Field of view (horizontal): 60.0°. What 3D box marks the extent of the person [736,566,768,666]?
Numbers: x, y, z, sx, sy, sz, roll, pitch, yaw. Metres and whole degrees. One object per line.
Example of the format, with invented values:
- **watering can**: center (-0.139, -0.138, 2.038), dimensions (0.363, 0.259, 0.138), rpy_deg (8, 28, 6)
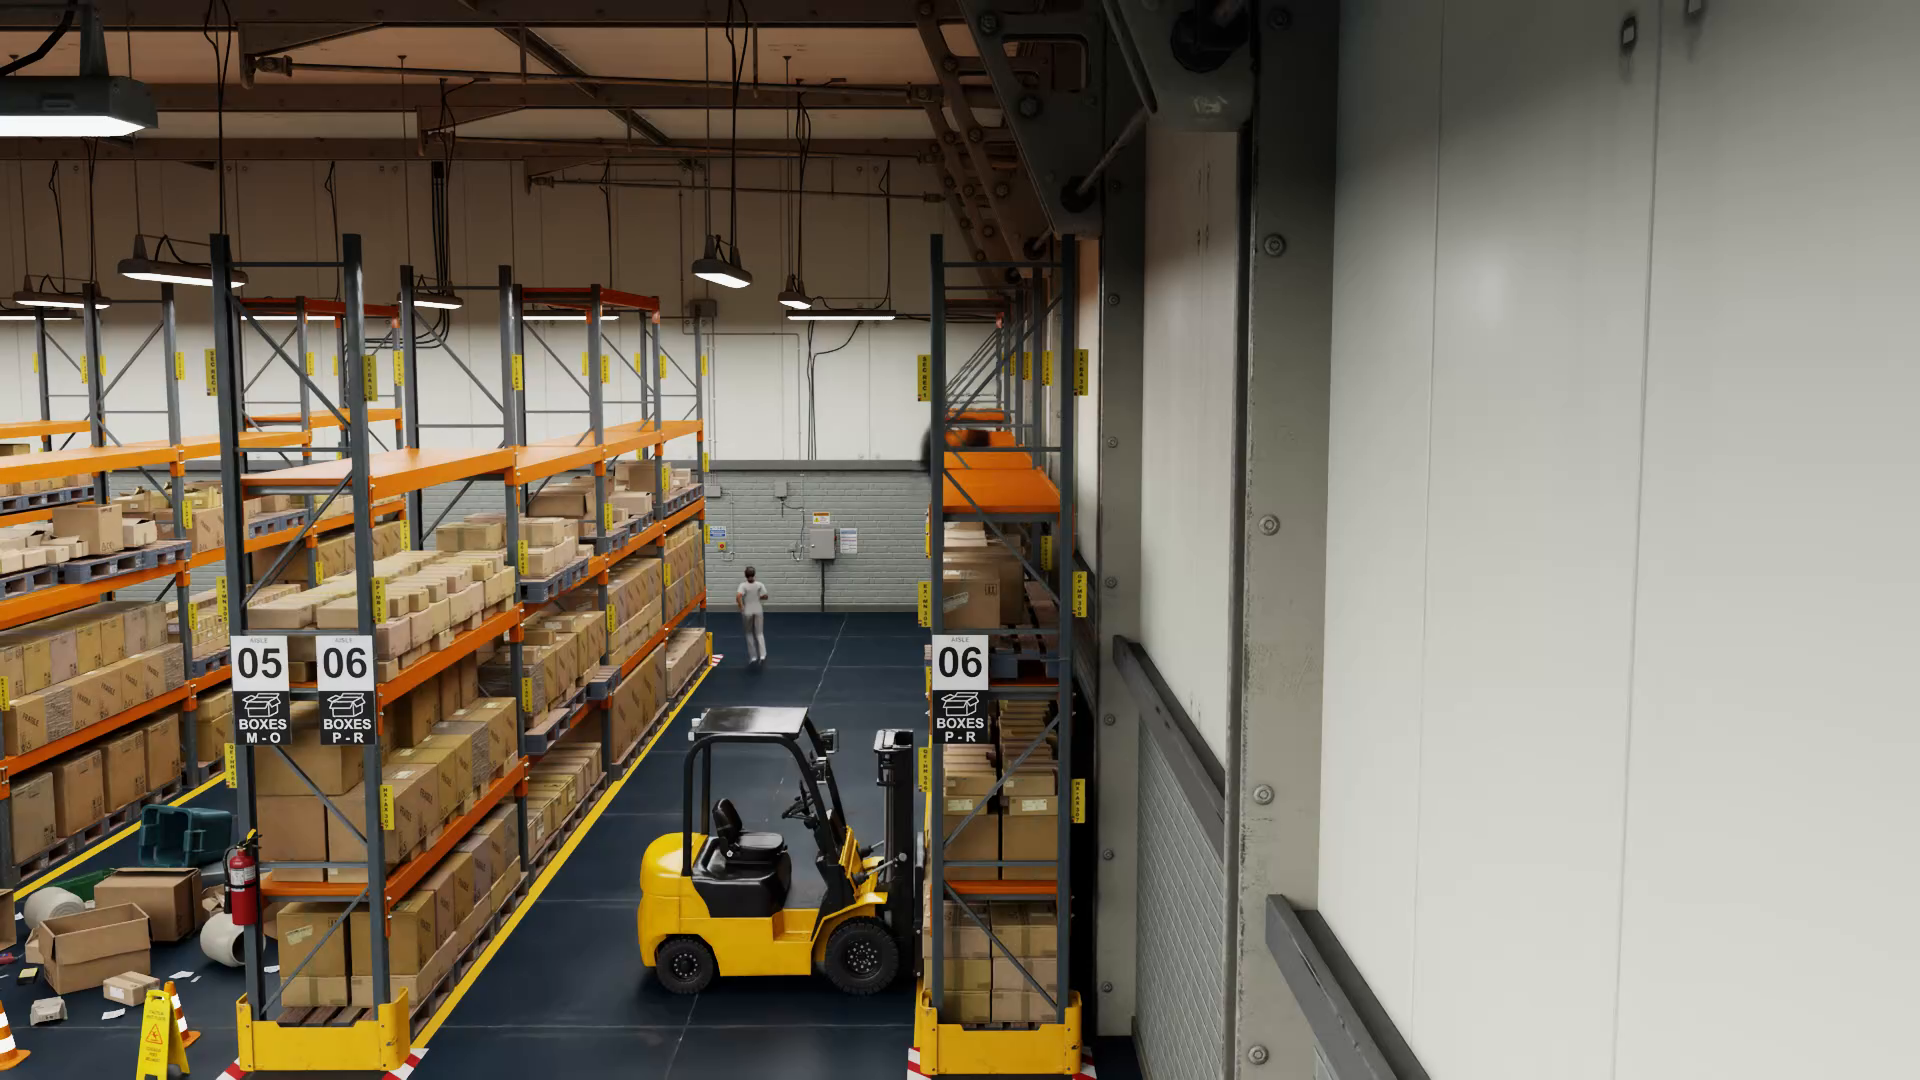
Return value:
- **person**: center (-3.460, 1.274, 27.650), dimensions (0.574, 1.688, 0.846), rpy_deg (-2, 7, -16)
